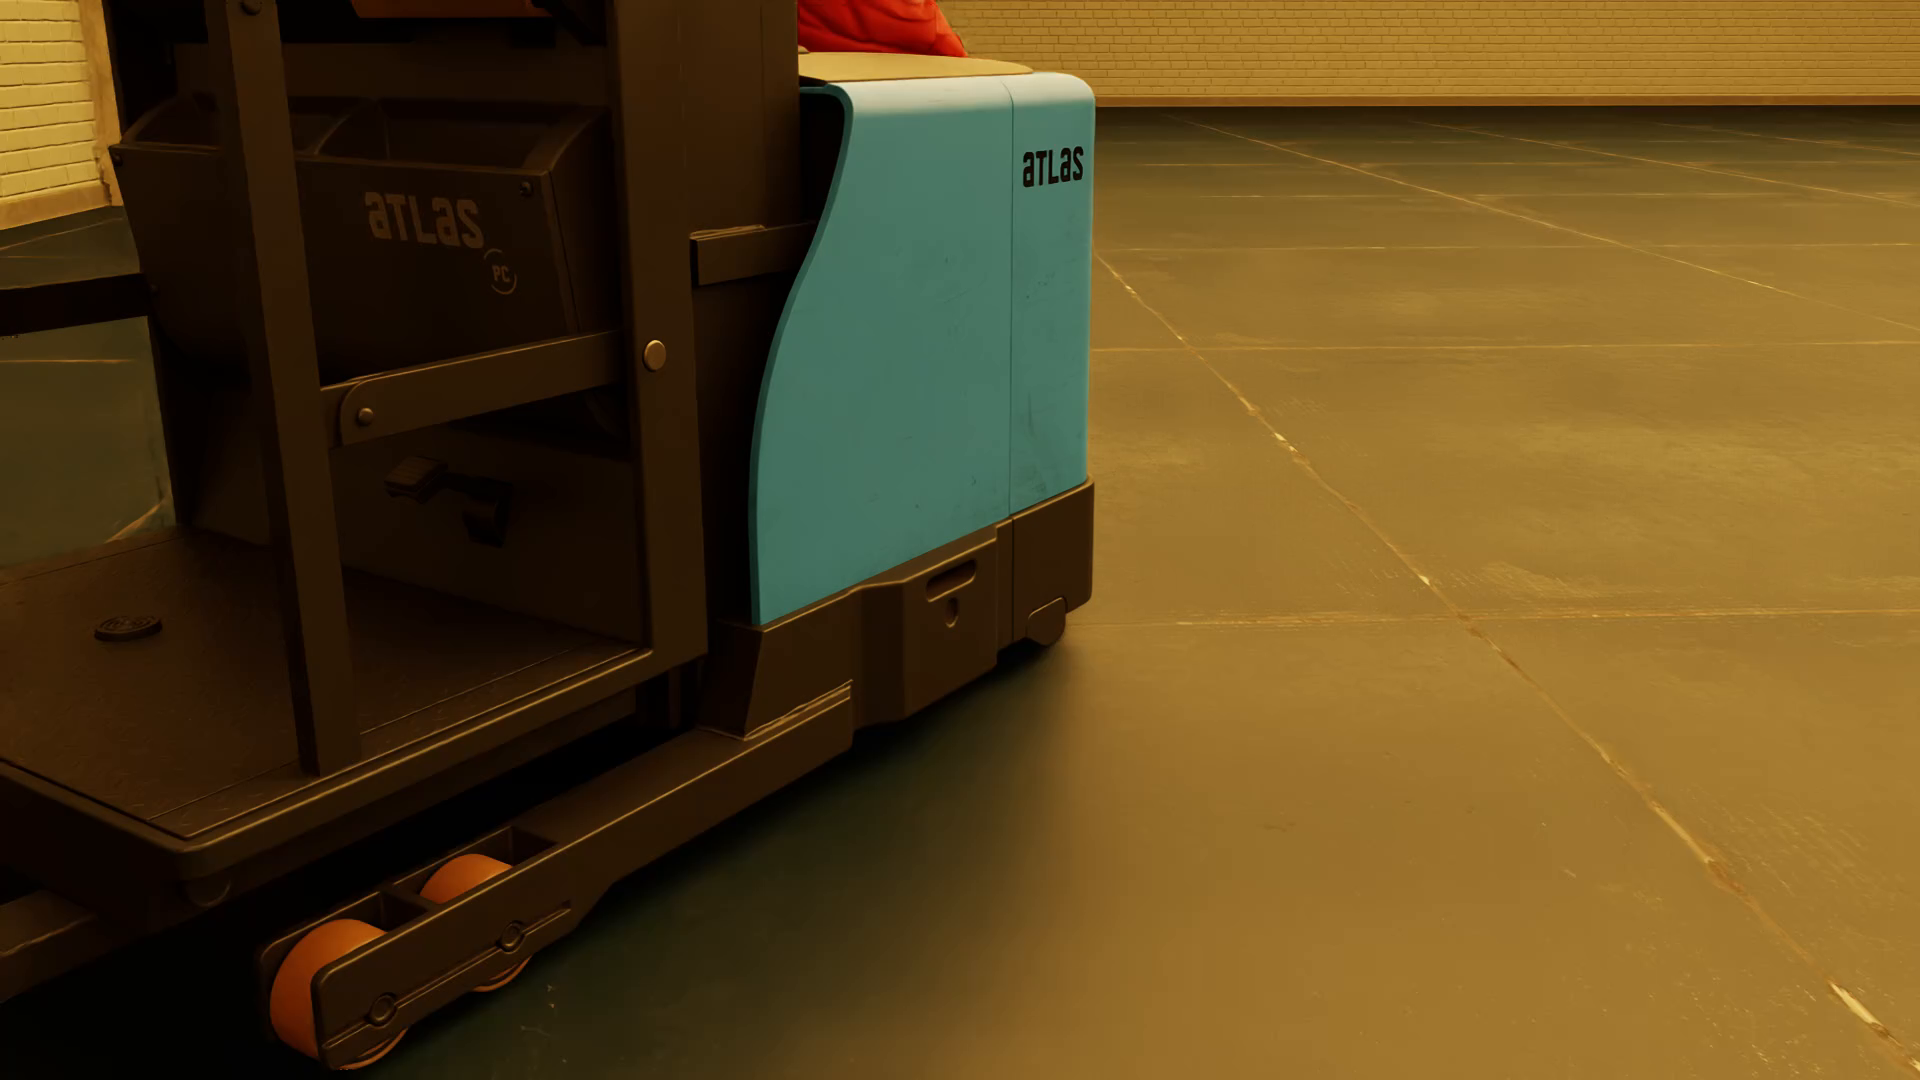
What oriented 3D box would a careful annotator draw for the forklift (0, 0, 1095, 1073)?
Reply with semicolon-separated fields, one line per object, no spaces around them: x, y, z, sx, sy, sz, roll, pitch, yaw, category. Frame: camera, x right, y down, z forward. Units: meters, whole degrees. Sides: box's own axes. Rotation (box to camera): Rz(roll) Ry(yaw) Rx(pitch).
-0.969;-0.949;2.009;1.130;2.935;3.031;11;20;32;forklift

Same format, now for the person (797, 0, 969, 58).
-0.217;-0.920;4.238;0.797;1.562;0.721;2;17;6;person
